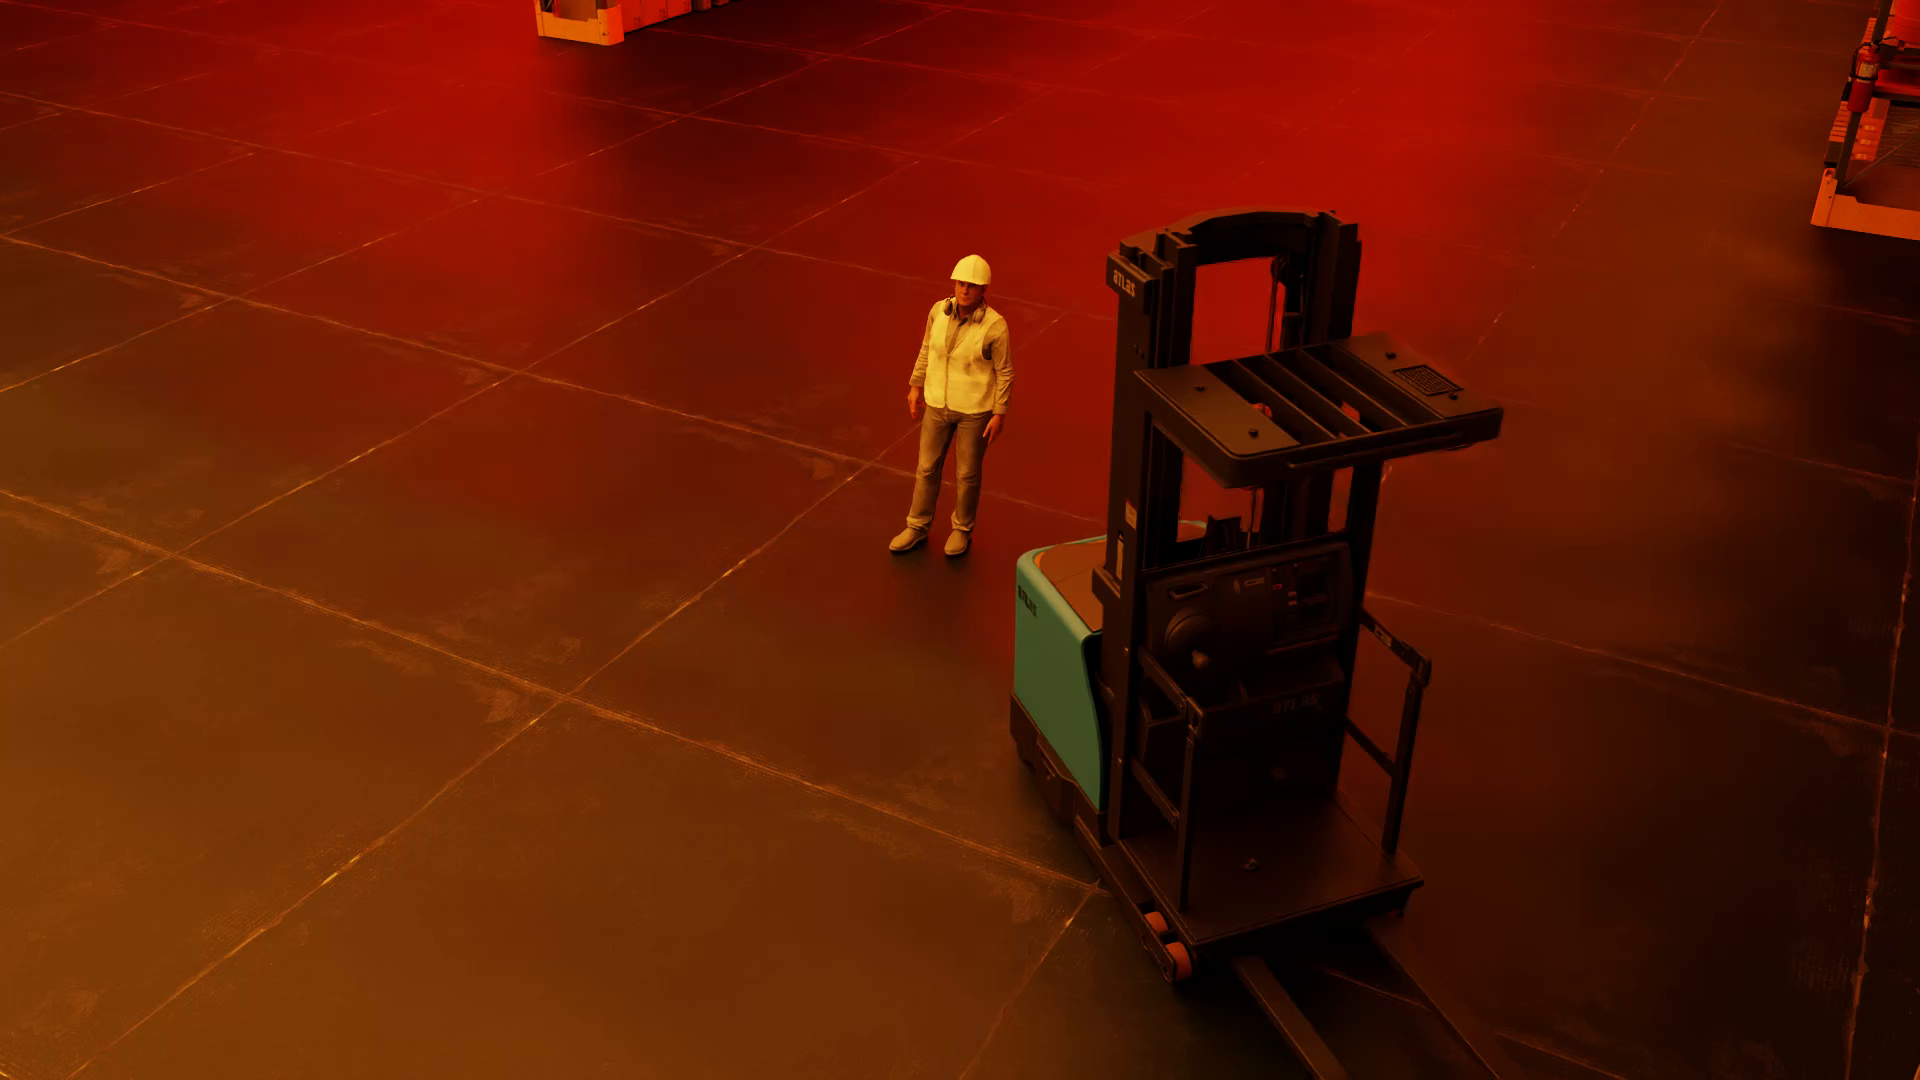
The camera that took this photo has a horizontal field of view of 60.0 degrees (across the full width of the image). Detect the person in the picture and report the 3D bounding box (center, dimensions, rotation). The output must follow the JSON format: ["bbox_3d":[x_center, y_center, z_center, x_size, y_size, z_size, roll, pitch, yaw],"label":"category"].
[{"bbox_3d":[-0.037,-0.750,9.512,0.632,1.773,0.568,15,33,25],"label":"person"}]

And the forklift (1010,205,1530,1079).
[{"bbox_3d":[1.250,0.315,6.525,1.130,2.935,3.031,-11,32,-18],"label":"forklift"}]
